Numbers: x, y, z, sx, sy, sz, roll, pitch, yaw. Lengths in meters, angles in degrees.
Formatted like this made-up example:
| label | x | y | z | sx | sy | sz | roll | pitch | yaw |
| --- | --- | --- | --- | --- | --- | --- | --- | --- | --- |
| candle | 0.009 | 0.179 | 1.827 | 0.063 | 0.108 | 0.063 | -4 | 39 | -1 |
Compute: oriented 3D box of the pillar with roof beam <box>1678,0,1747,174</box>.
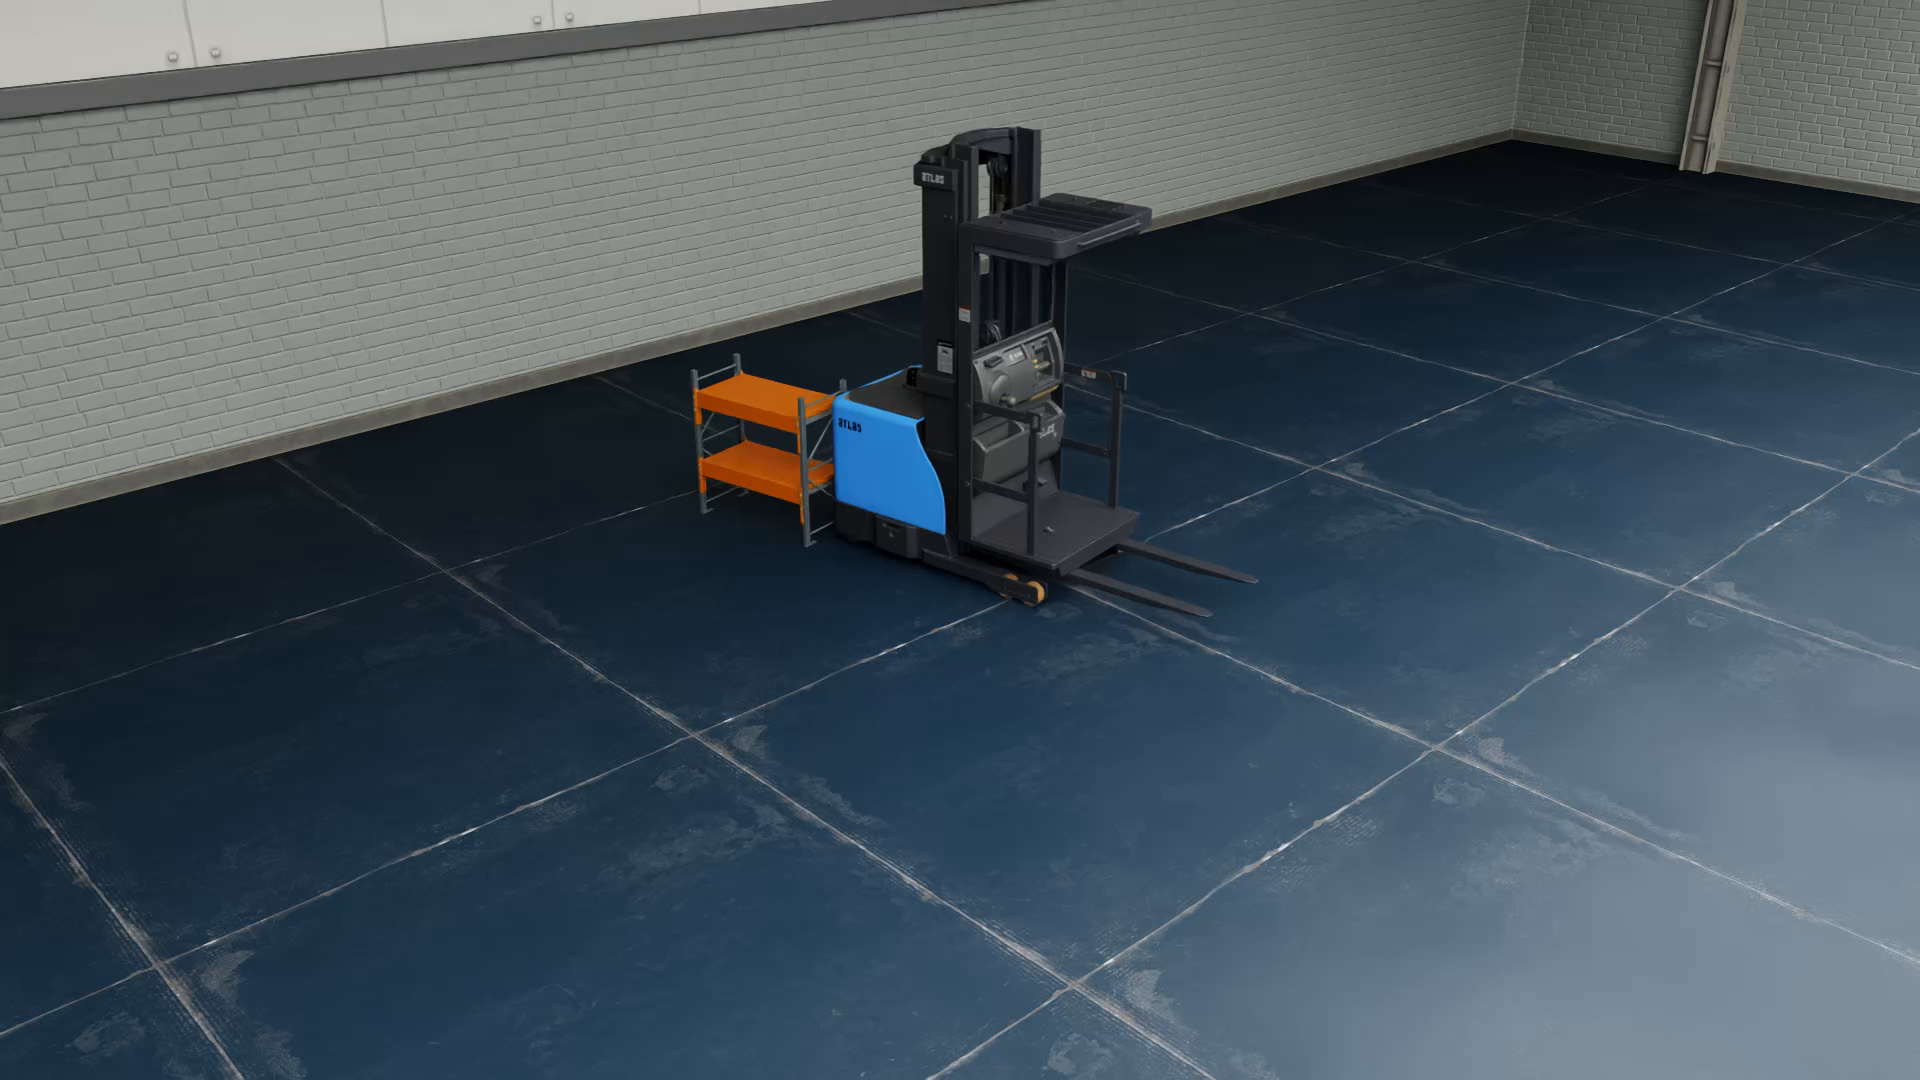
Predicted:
| label | x | y | z | sx | sy | sz | roll | pitch | yaw |
| --- | --- | --- | --- | --- | --- | --- | --- | --- | --- |
| pillar with roof beam | 7.272 | -8.098 | 18.956 | 9.100 | 9.000 | 0.400 | -21 | 32 | -38 |

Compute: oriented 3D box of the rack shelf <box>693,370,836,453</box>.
| label | x | y | z | sx | sy | sz | roll | pitch | yaw |
| --- | --- | --- | --- | --- | --- | --- | --- | --- | --- |
| rack shelf | -1.380 | -0.939 | 12.044 | 1.000 | 0.278 | 0.538 | 16 | 29 | 32 |

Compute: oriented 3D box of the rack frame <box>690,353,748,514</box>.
| label | x | y | z | sx | sy | sz | roll | pitch | yaw |
| --- | --- | --- | --- | --- | --- | --- | --- | --- | --- |
| rack frame | -1.794 | -0.795 | 12.434 | 0.032 | 1.125 | 0.500 | 16 | 29 | 32 |

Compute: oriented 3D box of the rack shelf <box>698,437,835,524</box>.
| label | x | y | z | sx | sy | sz | roll | pitch | yaw |
| --- | --- | --- | --- | --- | --- | --- | --- | --- | --- |
| rack shelf | -1.380 | -0.450 | 12.267 | 1.000 | 0.278 | 0.538 | 16 | 29 | 32 |

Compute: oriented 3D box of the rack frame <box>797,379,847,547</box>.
| label | x | y | z | sx | sy | sz | roll | pitch | yaw |
| --- | --- | --- | --- | --- | --- | --- | --- | --- | --- |
| rack frame | -0.967 | -0.550 | 11.897 | 0.032 | 1.125 | 0.500 | 16 | 29 | 32 |

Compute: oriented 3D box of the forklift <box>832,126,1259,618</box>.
| label | x | y | z | sx | sy | sz | roll | pitch | yaw |
| --- | --- | --- | --- | --- | --- | --- | --- | --- | --- |
| forklift | 0.563 | -1.140 | 11.015 | 3.031 | 2.935 | 1.130 | 18 | 30 | 34 |

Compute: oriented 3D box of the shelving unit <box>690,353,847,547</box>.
| label | x | y | z | sx | sy | sz | roll | pitch | yaw |
| --- | --- | --- | --- | --- | --- | --- | --- | --- | --- |
| shelving unit | -1.380 | -0.672 | 12.165 | 1.048 | 1.125 | 0.538 | 16 | 29 | 32 |
